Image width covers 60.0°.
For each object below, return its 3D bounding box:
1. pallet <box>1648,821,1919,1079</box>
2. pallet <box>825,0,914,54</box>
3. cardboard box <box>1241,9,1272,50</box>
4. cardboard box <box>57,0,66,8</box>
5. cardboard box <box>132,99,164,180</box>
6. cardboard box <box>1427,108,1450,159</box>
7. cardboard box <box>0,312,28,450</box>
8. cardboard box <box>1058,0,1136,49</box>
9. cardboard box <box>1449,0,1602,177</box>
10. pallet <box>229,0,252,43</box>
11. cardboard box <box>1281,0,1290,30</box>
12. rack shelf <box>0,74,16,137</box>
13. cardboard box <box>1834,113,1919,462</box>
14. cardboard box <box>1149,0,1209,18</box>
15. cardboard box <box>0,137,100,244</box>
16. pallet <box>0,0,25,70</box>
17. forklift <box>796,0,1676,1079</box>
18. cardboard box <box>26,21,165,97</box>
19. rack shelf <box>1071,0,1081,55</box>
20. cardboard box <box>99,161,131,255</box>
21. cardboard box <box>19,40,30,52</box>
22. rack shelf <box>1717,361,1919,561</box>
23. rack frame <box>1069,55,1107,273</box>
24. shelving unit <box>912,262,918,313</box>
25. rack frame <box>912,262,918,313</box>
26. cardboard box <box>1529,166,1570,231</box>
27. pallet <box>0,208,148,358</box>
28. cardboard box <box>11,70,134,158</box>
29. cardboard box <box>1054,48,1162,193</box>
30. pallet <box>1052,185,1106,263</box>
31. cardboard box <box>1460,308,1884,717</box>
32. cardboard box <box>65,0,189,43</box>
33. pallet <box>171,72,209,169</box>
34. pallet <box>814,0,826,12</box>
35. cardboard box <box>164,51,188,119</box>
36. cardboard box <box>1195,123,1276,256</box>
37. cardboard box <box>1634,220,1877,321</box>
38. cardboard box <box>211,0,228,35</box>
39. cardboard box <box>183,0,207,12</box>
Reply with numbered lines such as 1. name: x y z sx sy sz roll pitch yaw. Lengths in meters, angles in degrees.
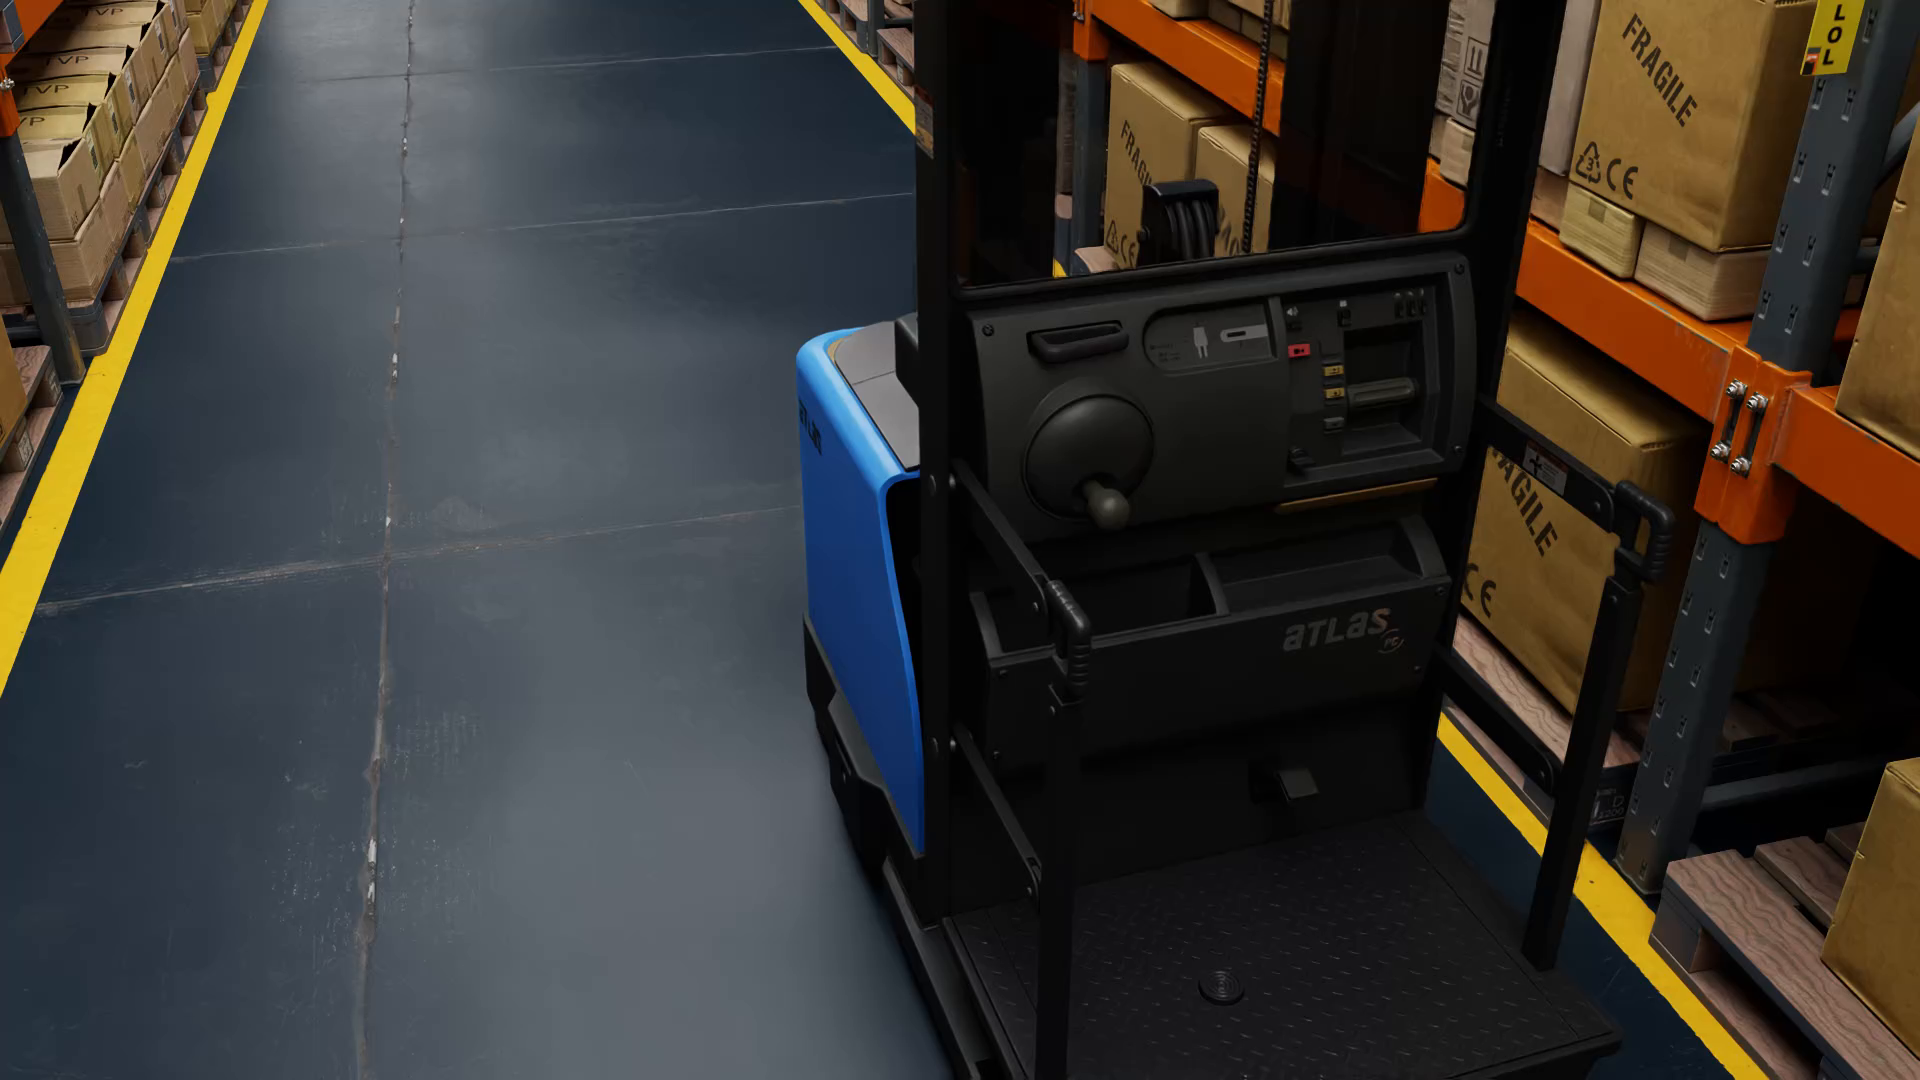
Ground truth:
1. pallet: 2.163 1.016 3.283 1.003 0.211 1.213 -8 31 -13
2. pallet: -0.299 -3.545 11.164 1.003 0.211 1.213 -8 31 -13
3. cardboard box: 1.149 -1.718 5.456 0.380 0.149 0.250 -7 31 -12
4. cardboard box: -4.992 -2.773 8.813 0.500 0.311 0.500 -8 31 -13
5. cardboard box: -4.070 -1.864 7.802 0.500 0.250 0.500 -7 31 -12
6. cardboard box: 1.431 -1.090 4.370 0.380 0.149 0.250 -8 31 -13
7. cardboard box: -3.325 -0.528 5.223 0.500 0.500 0.500 -7 31 -11
8. cardboard box: 0.643 -2.558 7.982 0.500 0.250 0.500 -7 31 -12
9. cardboard box: 1.526 -1.183 3.883 0.500 0.500 0.500 -8 31 -13
10. pallet: -5.360 -3.545 11.163 1.003 0.211 1.213 -8 31 -13
11. cardboard box: 1.264 -1.668 4.720 0.500 0.500 0.500 -7 31 -12
12. rack shelf: -3.269 -0.562 3.945 1.077 0.370 4.000 -8 31 -13
13. cardboard box: 2.165 -0.434 2.706 0.980 0.700 0.700 -7 31 -13
14. cardboard box: 0.886 -1.948 5.852 0.380 0.149 0.250 -7 31 -12
15. cardboard box: -3.656 -1.366 6.382 0.500 0.311 0.500 -7 31 -12
16. pallet: -3.552 -1.439 4.933 1.213 0.211 1.003 -8 31 -13
17. forklift: 0.540 -0.206 2.681 1.130 2.935 3.031 -9 31 -16
18. cardboard box: -4.204 -2.357 8.093 0.500 0.311 0.500 -8 31 -13
19. rack shelf: 0.444 -3.155 8.424 1.077 0.370 4.000 -8 31 -13
20. cardboard box: -3.790 -1.366 6.941 0.500 0.250 0.500 -9 31 -15
21. cardboard box: -4.726 -2.281 7.962 0.500 0.311 0.500 -9 31 -15
22. rack shelf: 2.567 0.709 1.749 1.077 0.370 4.000 -8 31 -13
23. rack frame: 0.975 -2.500 6.575 1.000 3.000 0.127 -8 31 -13
24. shelving unit: 0.002 -0.386 5.018 0.258 0.900 0.210 -8 31 -13
25. rack frame: -0.025 -0.435 5.103 0.240 0.900 0.006 -8 31 -13
26. cardboard box: 1.559 -0.844 3.944 0.380 0.149 0.250 -7 31 -12
27. pallet: -3.981 -1.036 6.828 1.003 0.211 1.213 -8 31 -13
28. cardboard box: -3.937 -1.865 7.244 0.500 0.311 0.500 -9 31 -15
29. cardboard box: 0.734 -1.949 7.680 0.700 0.500 0.500 -7 31 -13
30. pallet: 0.769 -1.671 7.926 1.003 0.211 1.213 -8 31 -13
31. cardboard box: 1.739 -0.116 4.183 0.750 0.750 0.750 -7 31 -13
32. cardboard box: -4.478 -2.849 8.943 0.500 0.311 0.500 -8 31 -13
33. pallet: -4.629 -2.214 8.864 1.003 0.211 1.213 -8 31 -13
34. pallet: -0.626 -4.135 12.184 1.003 0.211 1.213 -8 31 -13
35. cardboard box: -4.340 -2.357 8.653 0.500 0.250 0.500 -8 31 -14
36. cardboard box: 1.270 -0.955 5.632 0.750 0.750 0.750 -8 31 -14
37. cardboard box: 1.674 -0.594 3.512 0.380 0.149 0.250 -8 31 -13
38. cardboard box: -4.820 -3.270 10.230 0.500 0.250 0.500 -8 31 -13
39. cardboard box: -4.683 -3.353 9.626 0.500 0.500 0.500 -8 31 -13
